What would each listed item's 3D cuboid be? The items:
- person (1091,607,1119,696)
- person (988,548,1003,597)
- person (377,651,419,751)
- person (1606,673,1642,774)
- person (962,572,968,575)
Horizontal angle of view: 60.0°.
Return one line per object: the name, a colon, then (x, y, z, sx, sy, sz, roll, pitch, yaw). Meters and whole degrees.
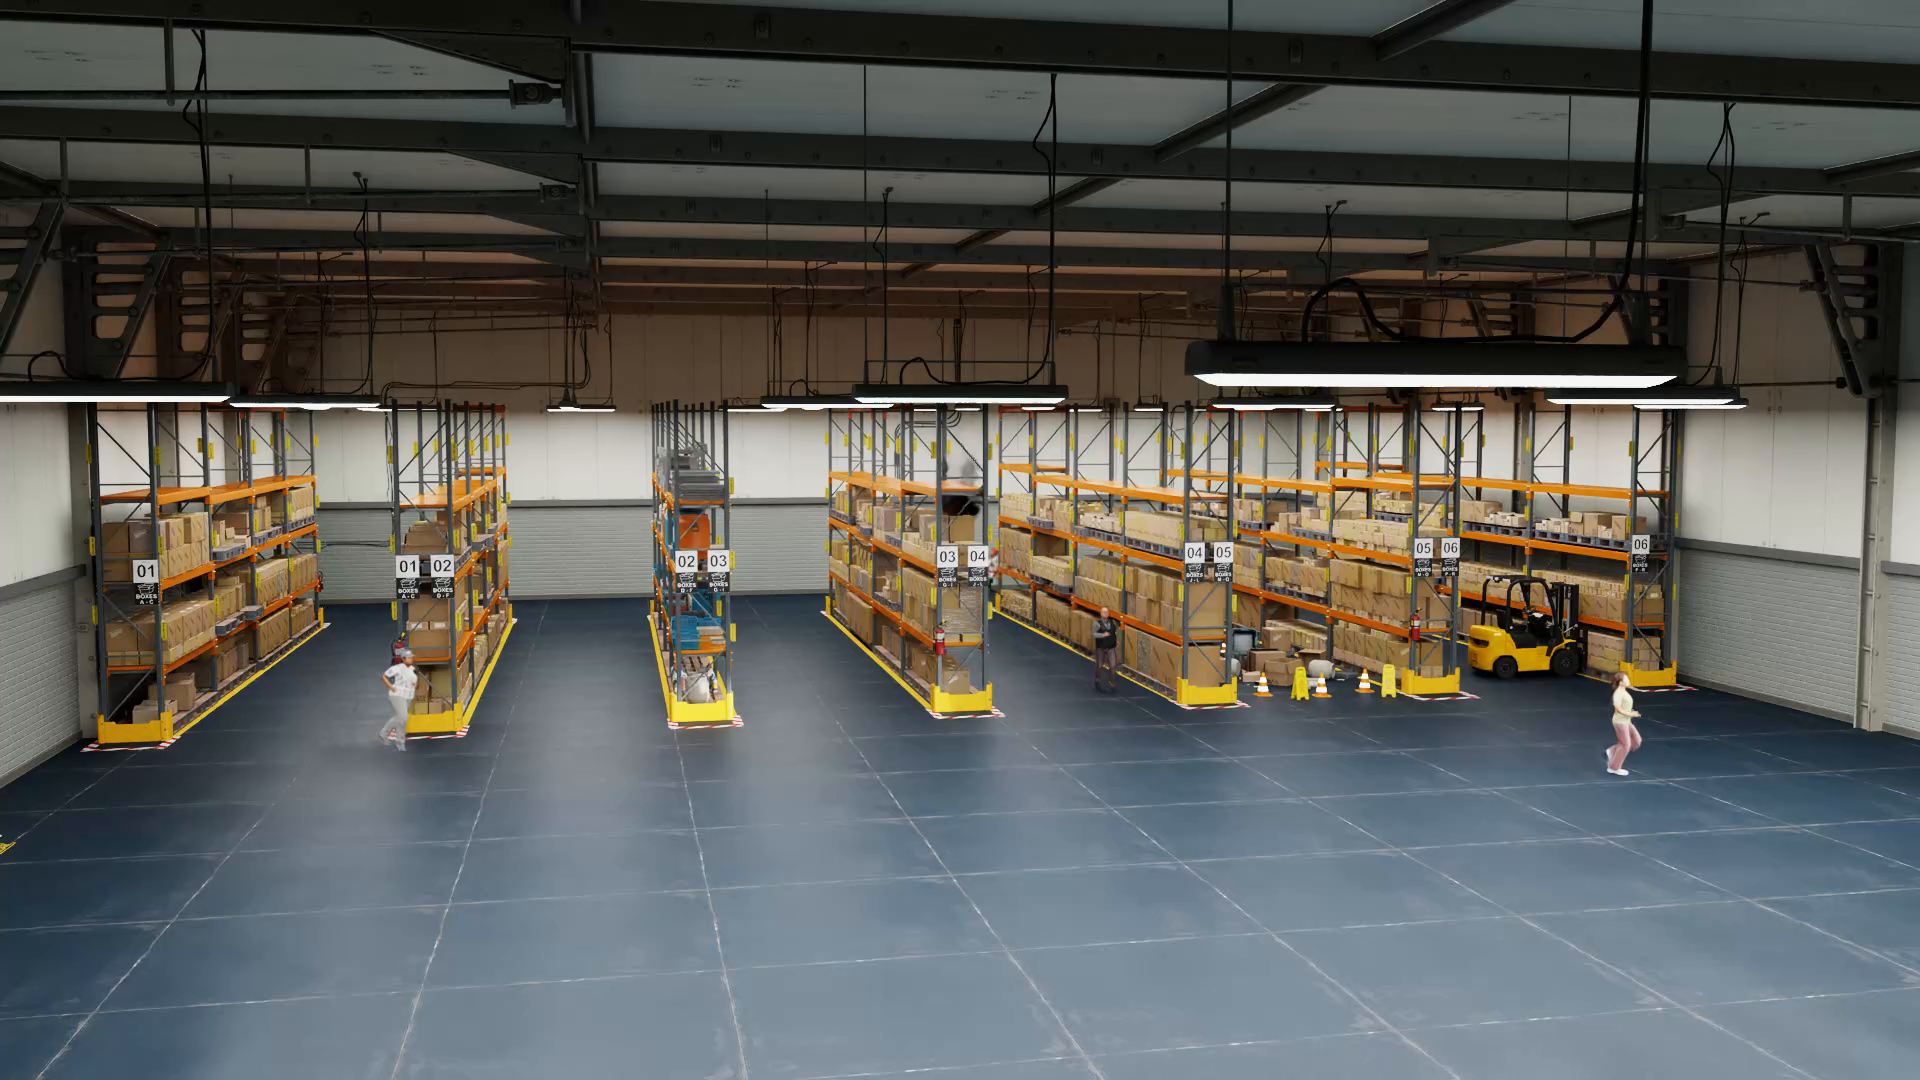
person: (2.995, 2.270, 34.273, 0.635, 1.767, 0.840, -1, 4, -11)
person: (0.849, 1.098, 49.924, 0.851, 1.721, 0.730, 1, 4, 8)
person: (-9.690, 2.767, 28.700, 0.717, 1.713, 0.669, 2, 5, 20)
person: (10.557, 2.921, 26.451, 0.539, 1.622, 0.574, 3, 5, 31)
person: (-0.069, 1.224, 48.950, 0.497, 1.634, 0.674, -4, 6, -43)
